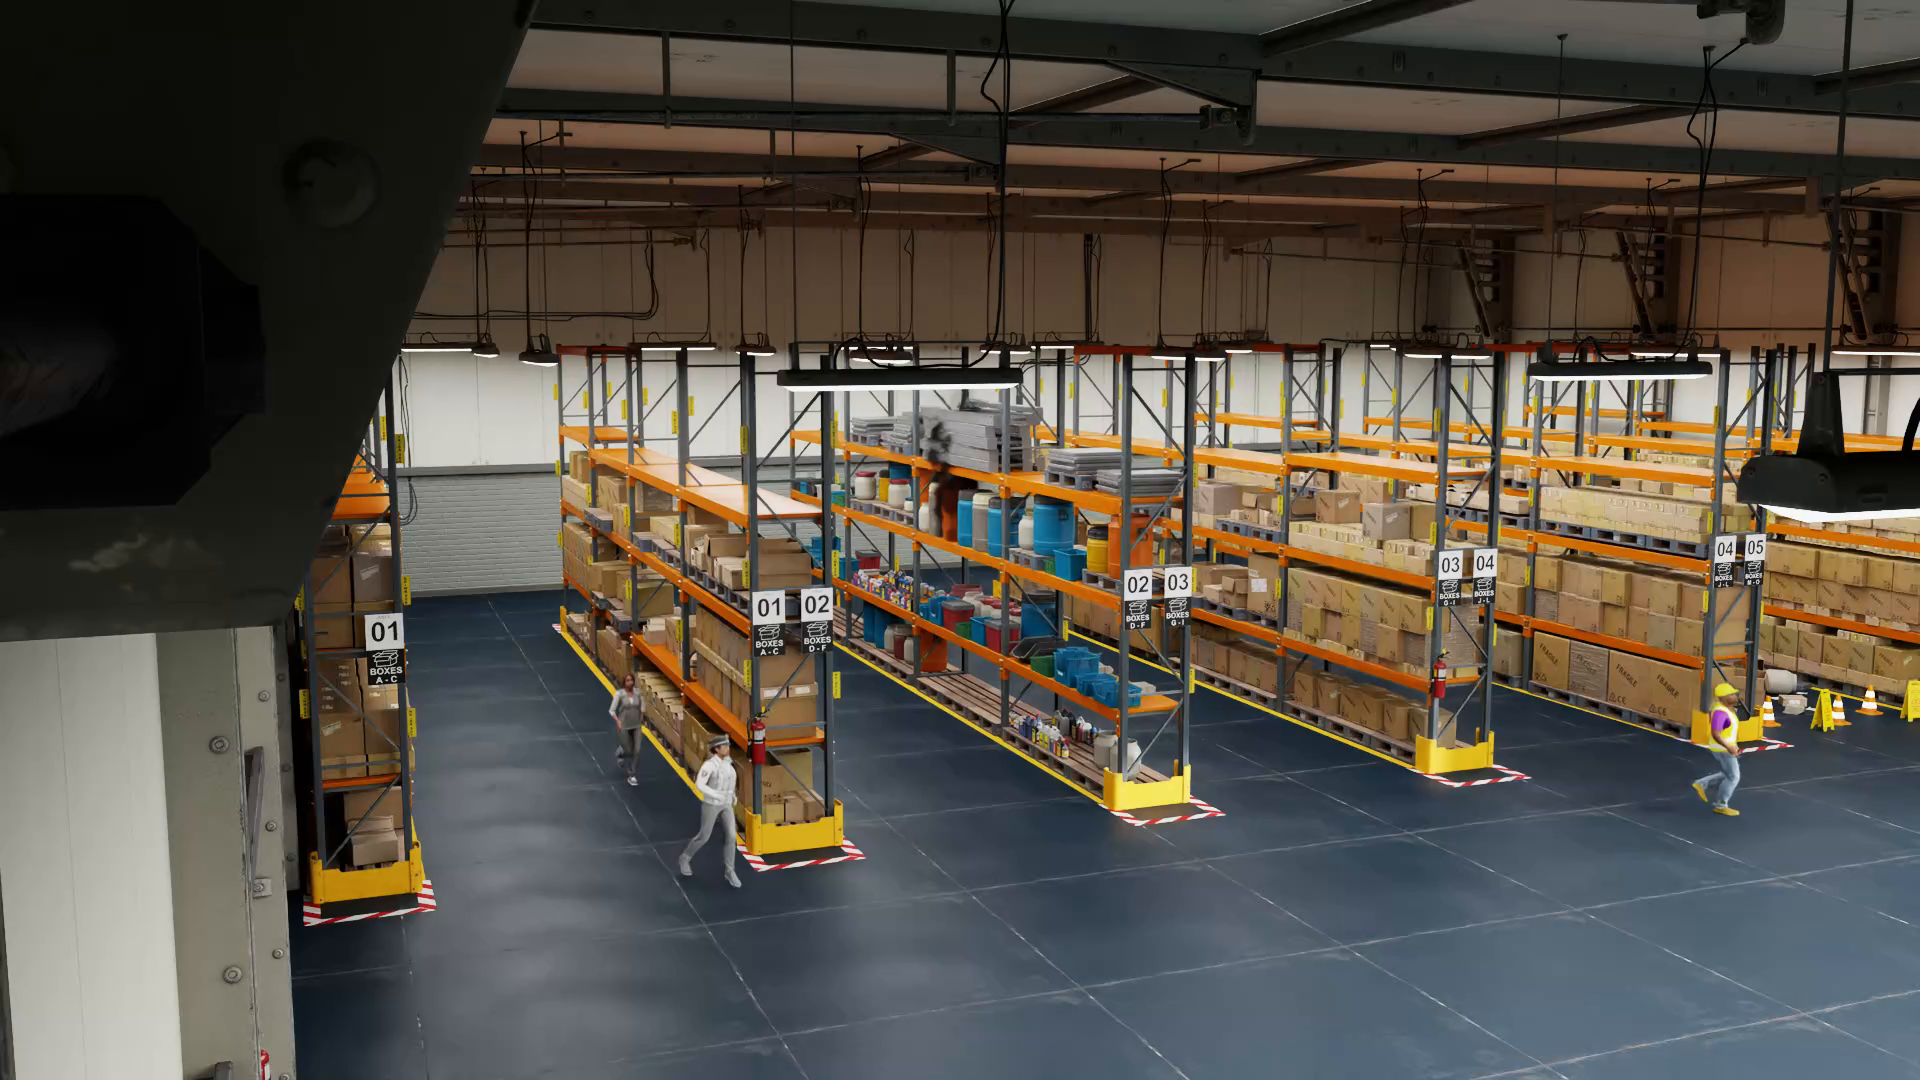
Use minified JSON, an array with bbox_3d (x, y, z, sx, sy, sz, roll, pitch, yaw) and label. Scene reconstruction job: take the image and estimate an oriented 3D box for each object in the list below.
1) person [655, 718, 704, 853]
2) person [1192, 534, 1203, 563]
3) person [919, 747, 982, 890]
[{"bbox_3d":[-3.449,2.952,20.272,0.573,1.607,0.850,-4,8,-29],"label":"person"},{"bbox_3d":[5.209,0.679,37.601,0.696,1.824,0.904,-2,7,-14],"label":"person"},{"bbox_3d":[-0.120,3.143,18.810,0.710,1.653,0.602,1,7,5],"label":"person"}]
